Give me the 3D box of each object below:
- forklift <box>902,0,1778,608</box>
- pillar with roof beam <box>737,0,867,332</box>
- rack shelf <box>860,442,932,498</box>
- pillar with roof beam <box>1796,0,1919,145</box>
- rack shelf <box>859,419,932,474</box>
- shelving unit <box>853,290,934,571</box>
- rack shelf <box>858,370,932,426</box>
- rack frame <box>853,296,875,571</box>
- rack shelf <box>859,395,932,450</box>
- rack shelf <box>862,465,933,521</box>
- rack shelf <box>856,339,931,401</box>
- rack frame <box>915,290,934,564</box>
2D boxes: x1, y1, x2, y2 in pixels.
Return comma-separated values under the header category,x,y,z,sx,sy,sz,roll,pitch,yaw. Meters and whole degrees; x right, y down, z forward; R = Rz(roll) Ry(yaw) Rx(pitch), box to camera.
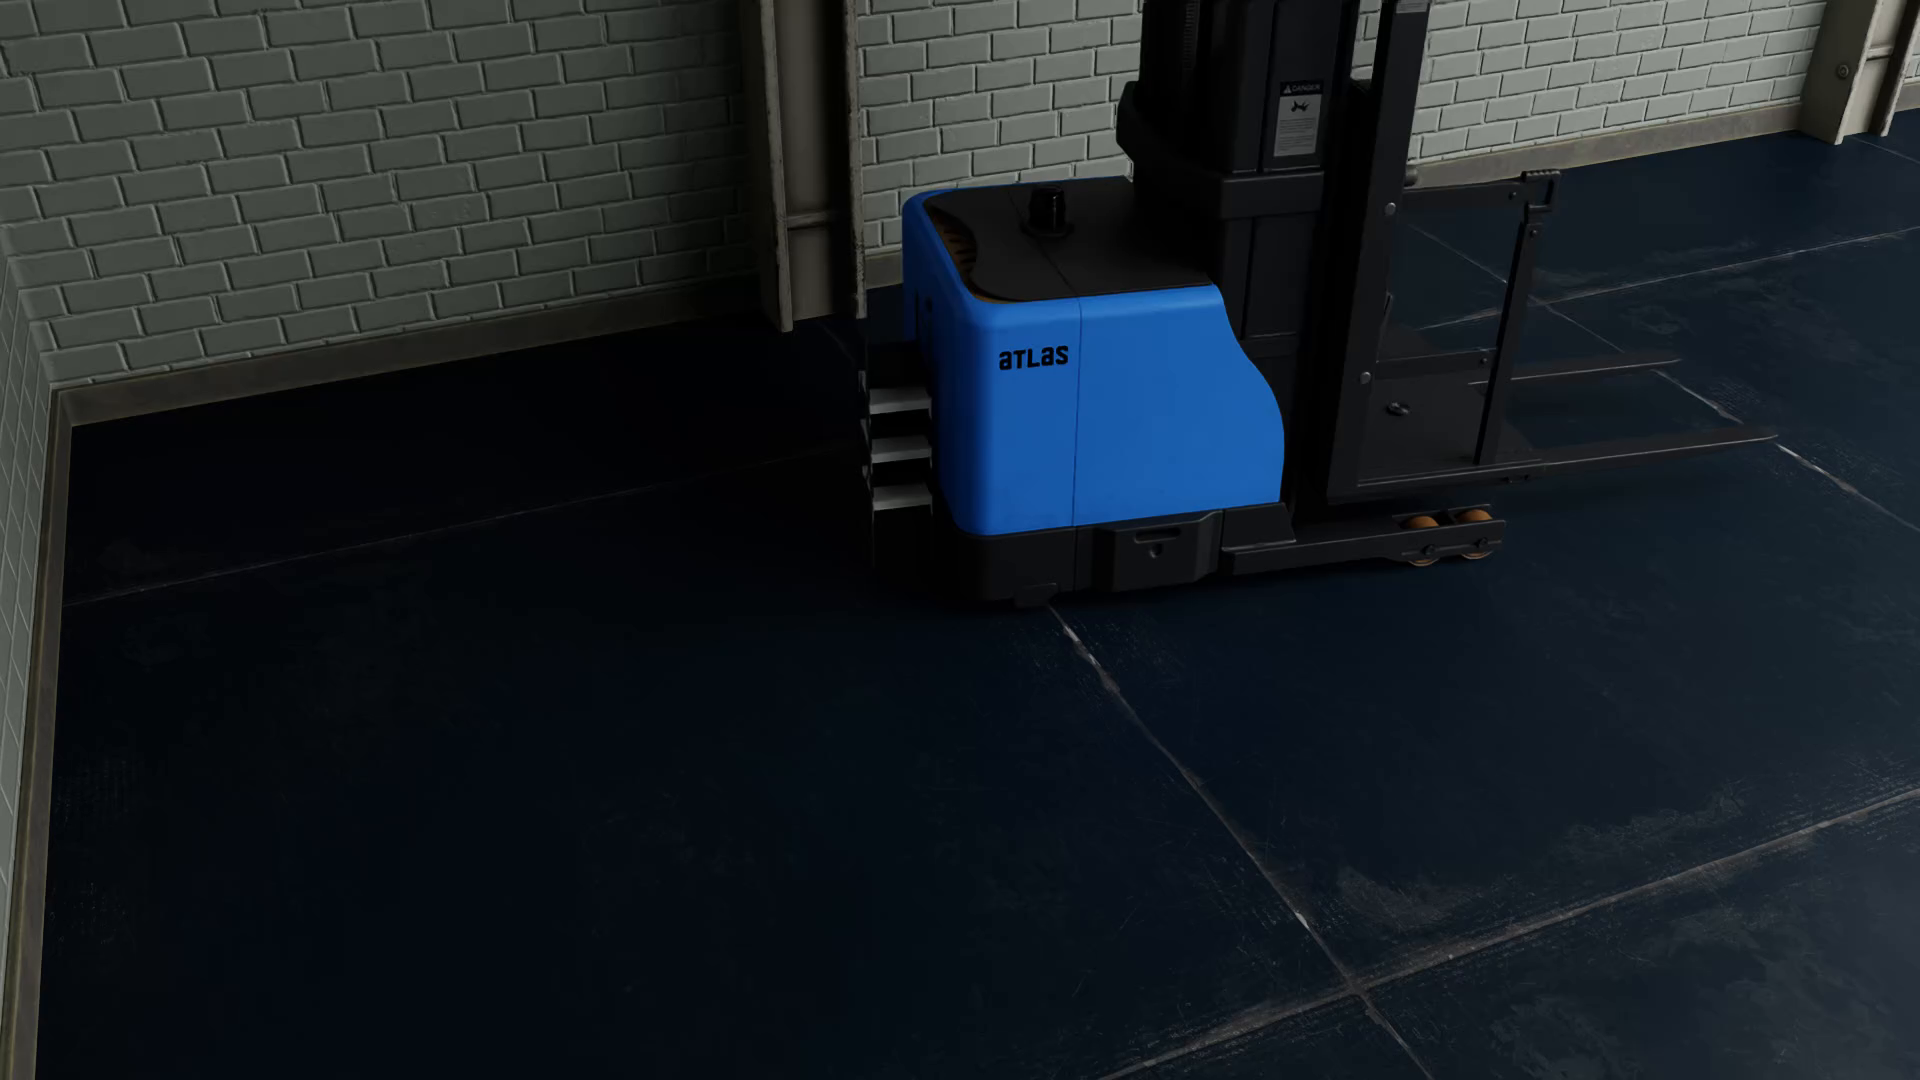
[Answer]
category,x,y,z,sx,sy,sz,roll,pitch,yaw
forklift,1.364,-1.415,5.238,3.031,2.935,1.130,-7,34,-10
pillar with roof beam,1.021,-2.613,1.515,0.400,9.000,9.100,-13,35,-19
rack shelf,-0.215,-0.246,5.529,0.200,0.077,0.258,-7,34,-10
pillar with roof beam,6.553,-3.880,3.462,0.400,9.000,9.100,-13,35,-19
rack shelf,-0.215,-0.322,5.480,0.200,0.077,0.258,-7,34,-10
shelving unit,-0.215,-0.350,5.462,0.210,0.900,0.258,-7,34,-10
rack shelf,-0.215,-0.472,5.382,0.200,0.077,0.258,-7,34,-10
rack frame,-0.314,-0.338,5.444,0.006,0.900,0.240,-7,34,-10
rack shelf,-0.215,-0.397,5.431,0.200,0.077,0.258,-7,34,-10
rack shelf,-0.215,-0.171,5.578,0.200,0.077,0.258,-7,34,-10
rack shelf,-0.215,-0.548,5.333,0.200,0.077,0.258,-7,34,-10
rack frame,-0.115,-0.361,5.480,0.006,0.900,0.240,-7,34,-10
